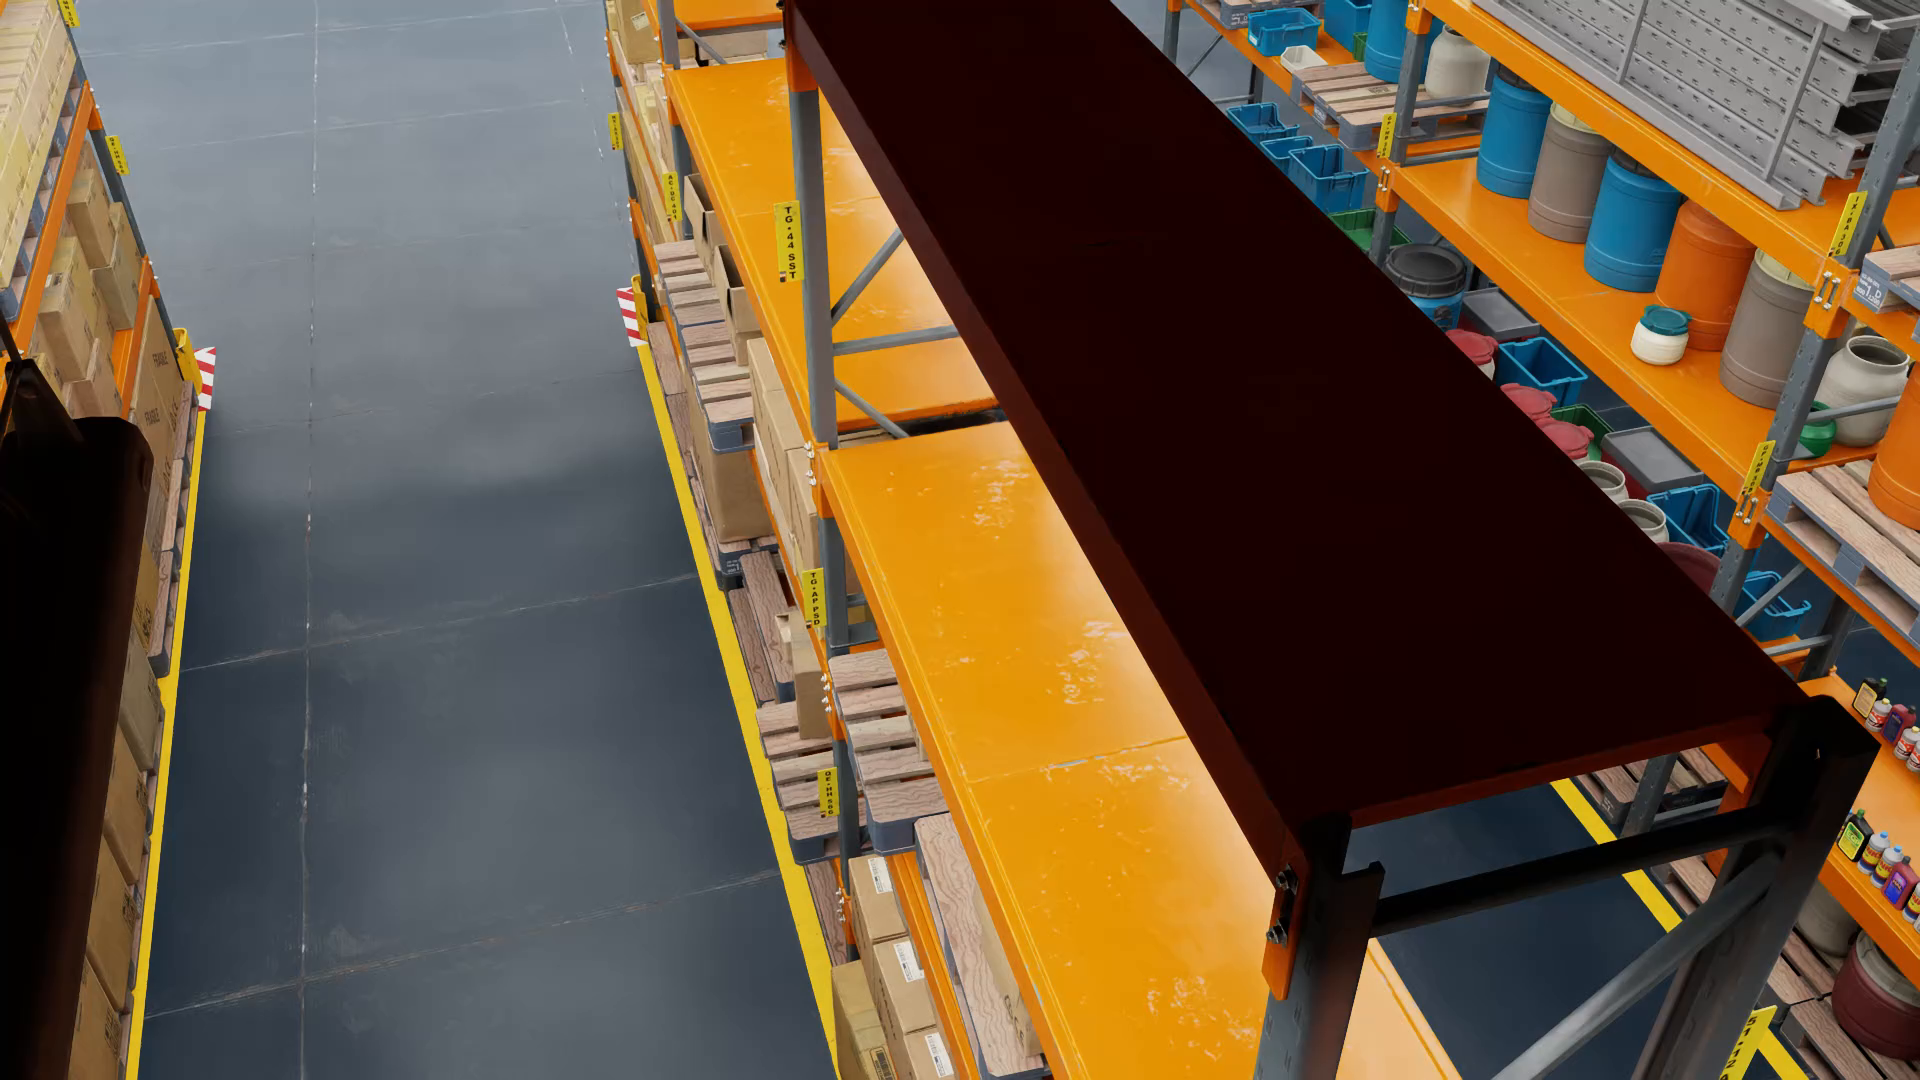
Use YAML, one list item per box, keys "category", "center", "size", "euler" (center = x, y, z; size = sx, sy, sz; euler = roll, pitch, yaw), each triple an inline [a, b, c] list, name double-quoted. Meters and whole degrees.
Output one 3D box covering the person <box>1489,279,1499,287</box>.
- category: "person"
  center: [5.127, -2.932, 15.199]
  size: [0.512, 1.716, 0.618]
  euler: [-10, 39, -12]
